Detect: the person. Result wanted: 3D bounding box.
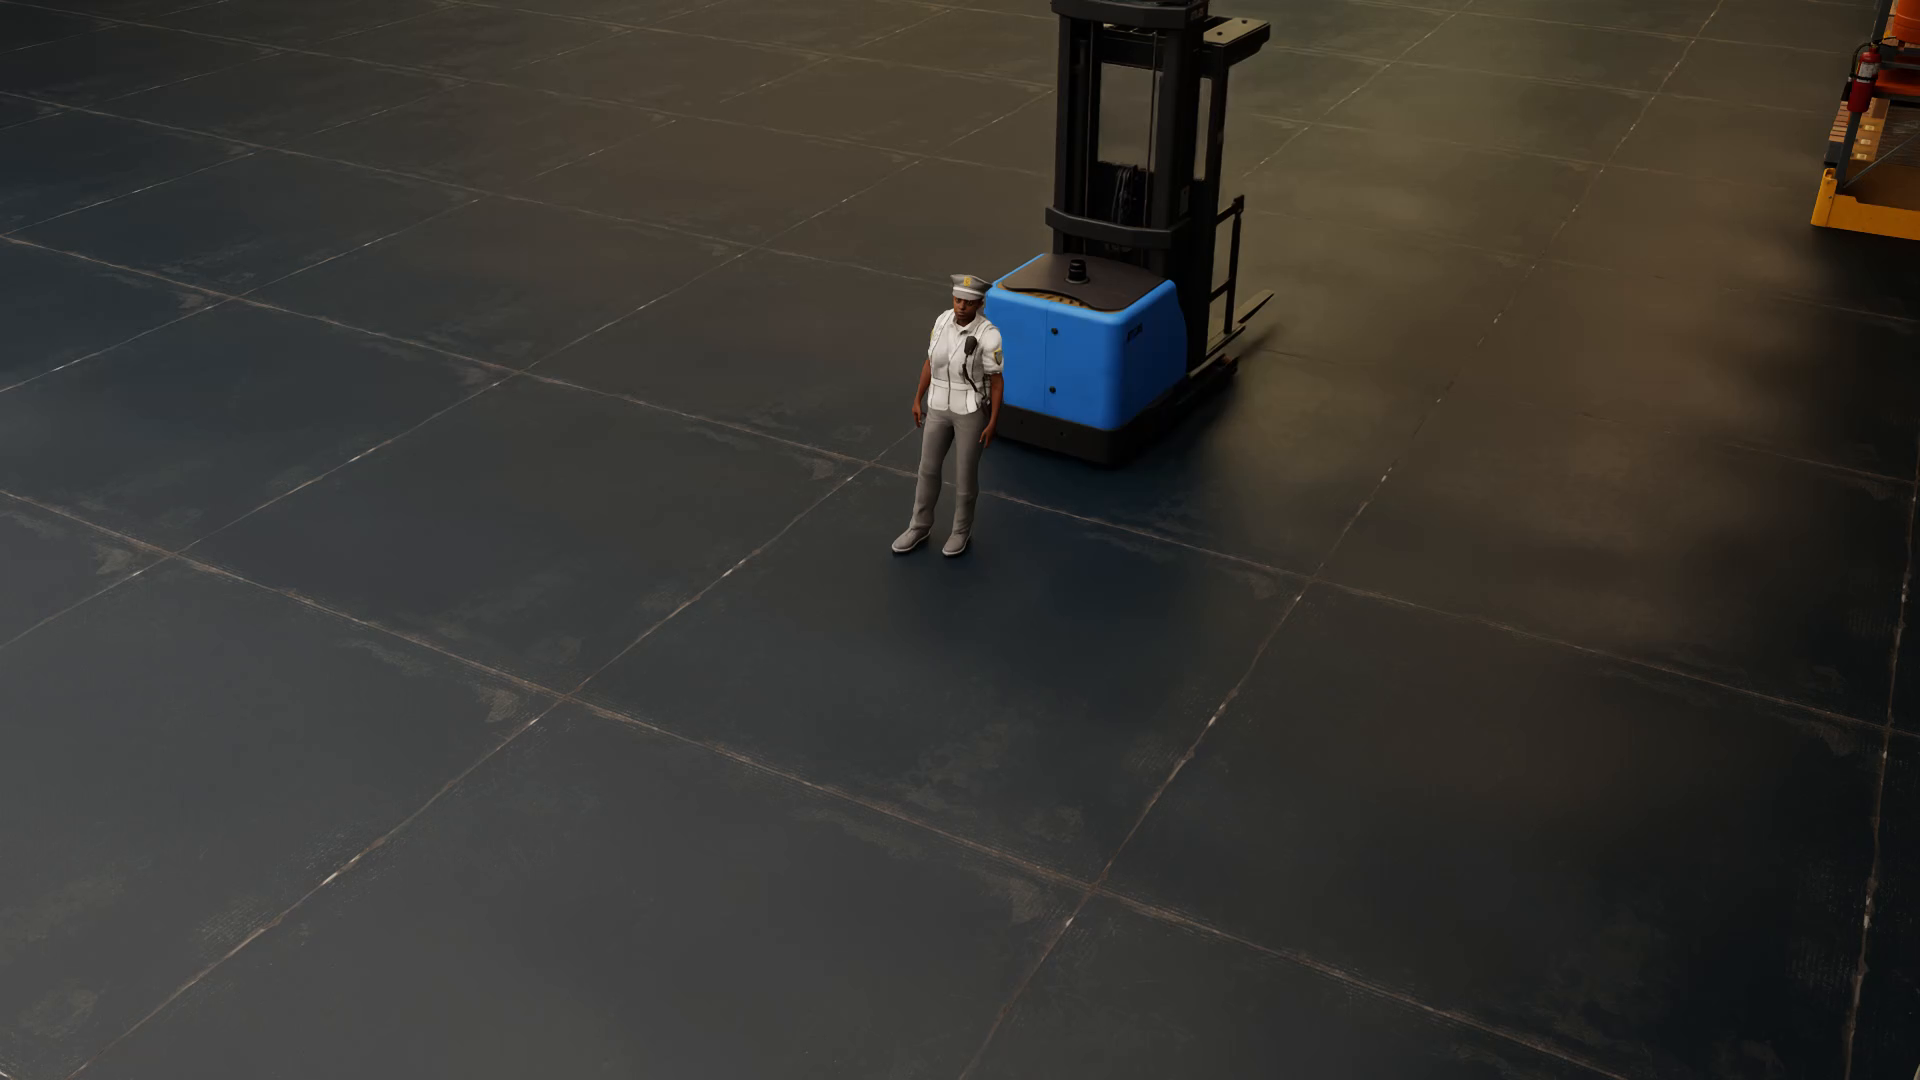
[{"bbox_3d":[-0.053,-0.712,9.526,0.570,1.697,0.528,15,33,25],"label":"person"}]

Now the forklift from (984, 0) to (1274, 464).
[{"bbox_3d":[1.348,-2.455,11.325,1.130,2.935,3.031,17,34,27],"label":"forklift"}]
